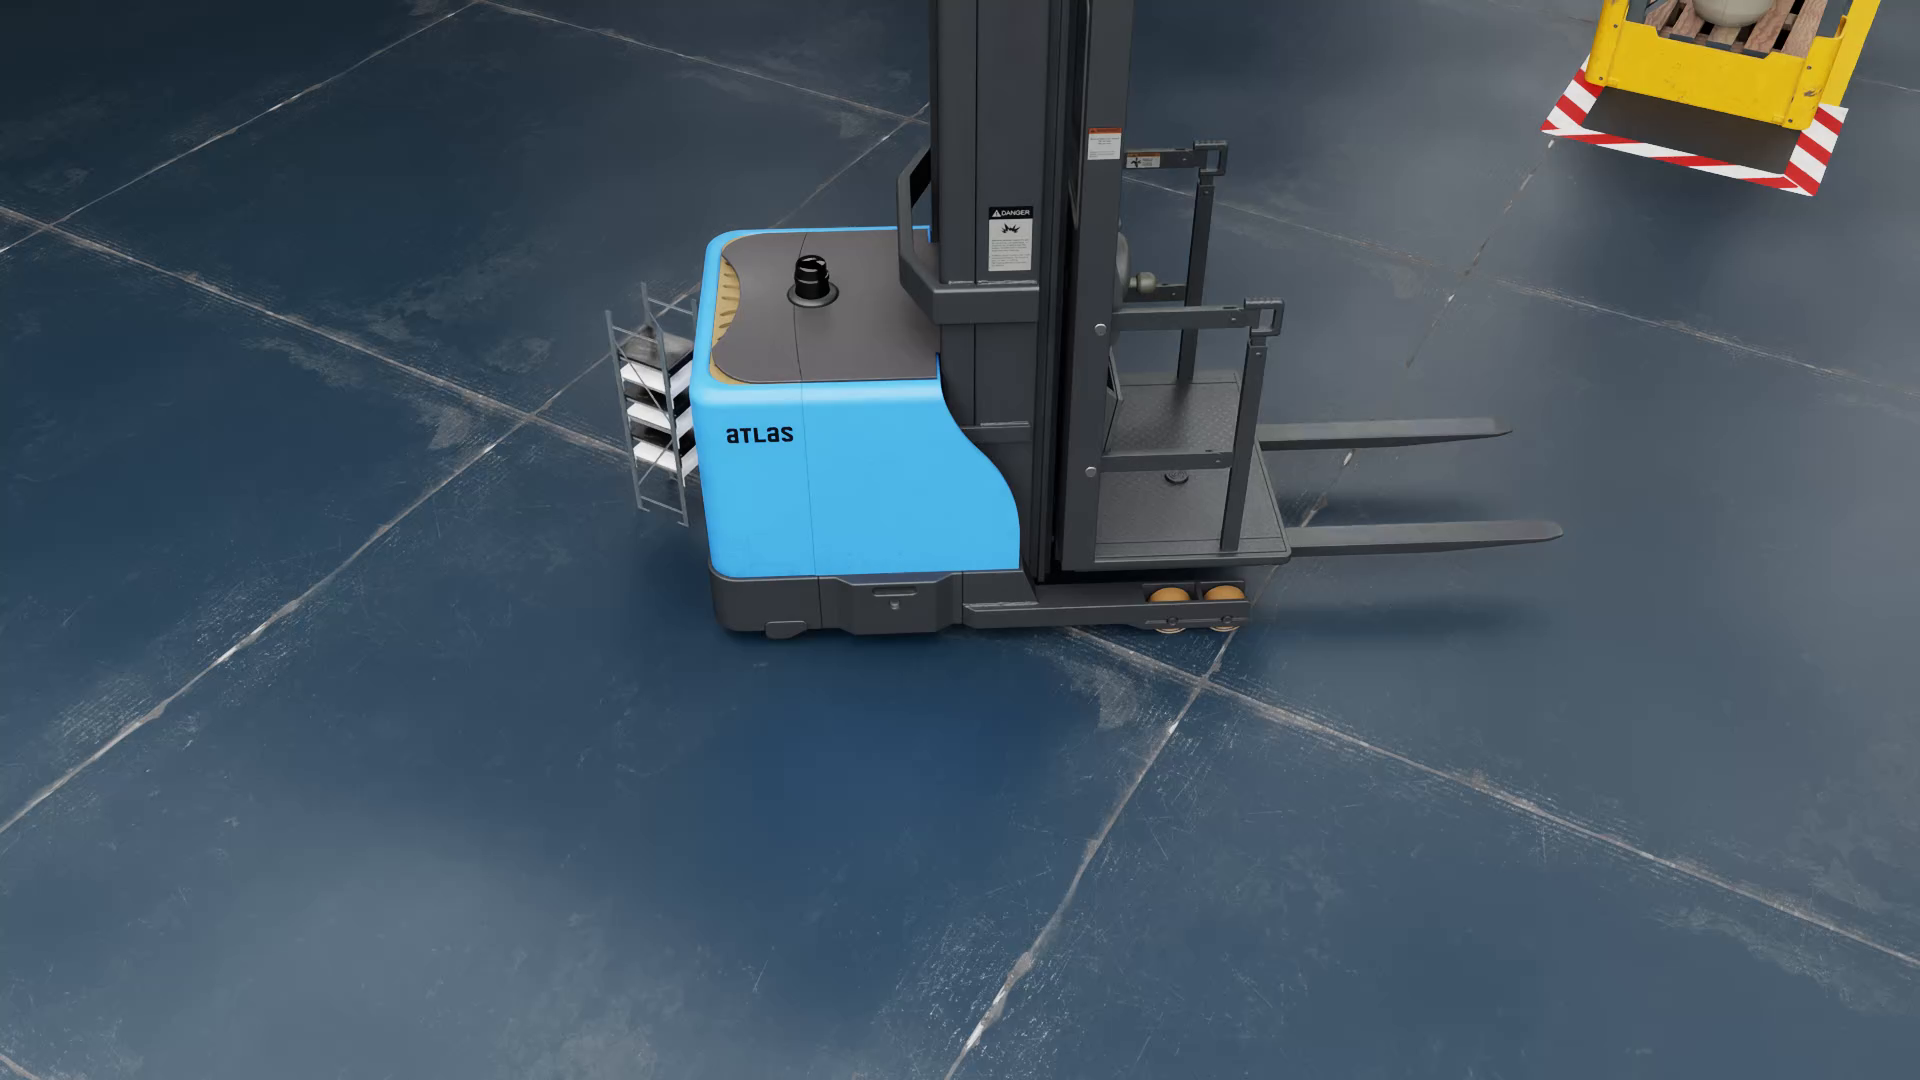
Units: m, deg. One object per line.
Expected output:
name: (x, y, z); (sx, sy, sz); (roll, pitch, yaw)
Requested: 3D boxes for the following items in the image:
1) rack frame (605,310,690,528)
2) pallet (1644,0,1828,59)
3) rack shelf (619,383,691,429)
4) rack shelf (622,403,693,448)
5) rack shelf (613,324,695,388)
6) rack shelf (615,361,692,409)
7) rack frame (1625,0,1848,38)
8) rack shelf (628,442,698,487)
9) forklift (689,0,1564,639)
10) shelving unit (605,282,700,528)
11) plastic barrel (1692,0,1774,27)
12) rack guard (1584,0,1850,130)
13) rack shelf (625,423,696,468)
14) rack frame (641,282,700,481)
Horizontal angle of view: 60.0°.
rack frame: (-1.131, -0.425, 6.052); (0.240, 0.900, 0.006); (20, 45, 21)
pallet: (4.404, -2.958, 9.449); (1.003, 0.211, 1.213); (21, 45, 22)
rack shelf: (-1.082, -0.526, 6.081); (0.258, 0.077, 0.200); (20, 45, 21)
rack shelf: (-1.082, -0.459, 6.140); (0.258, 0.077, 0.200); (20, 45, 21)
rack shelf: (-1.082, -0.661, 5.962); (0.258, 0.077, 0.200); (20, 45, 21)
rack shelf: (-1.082, -0.594, 6.021); (0.258, 0.077, 0.200); (20, 45, 21)
rack frame: (3.996, -3.482, 7.934); (1.000, 3.000, 0.127); (21, 45, 22)
rack shelf: (-1.082, -0.324, 6.259); (0.258, 0.077, 0.200); (20, 45, 21)
forklift: (0.628, -1.121, 5.305); (3.031, 2.935, 1.130); (-2, 41, -2)
shelving unit: (-1.082, -0.484, 6.118); (0.258, 0.900, 0.210); (20, 45, 21)
plastic barrel: (4.259, -3.108, 9.074); (0.421, 0.512, 0.421); (0, 41, 0)
rack guard: (3.993, -2.603, 8.827); (1.175, 0.500, 0.348); (21, 45, 22)
rack shelf: (-1.082, -0.391, 6.200); (0.258, 0.077, 0.200); (20, 45, 21)
rack frame: (-1.032, -0.542, 6.185); (0.240, 0.900, 0.006); (20, 45, 21)
